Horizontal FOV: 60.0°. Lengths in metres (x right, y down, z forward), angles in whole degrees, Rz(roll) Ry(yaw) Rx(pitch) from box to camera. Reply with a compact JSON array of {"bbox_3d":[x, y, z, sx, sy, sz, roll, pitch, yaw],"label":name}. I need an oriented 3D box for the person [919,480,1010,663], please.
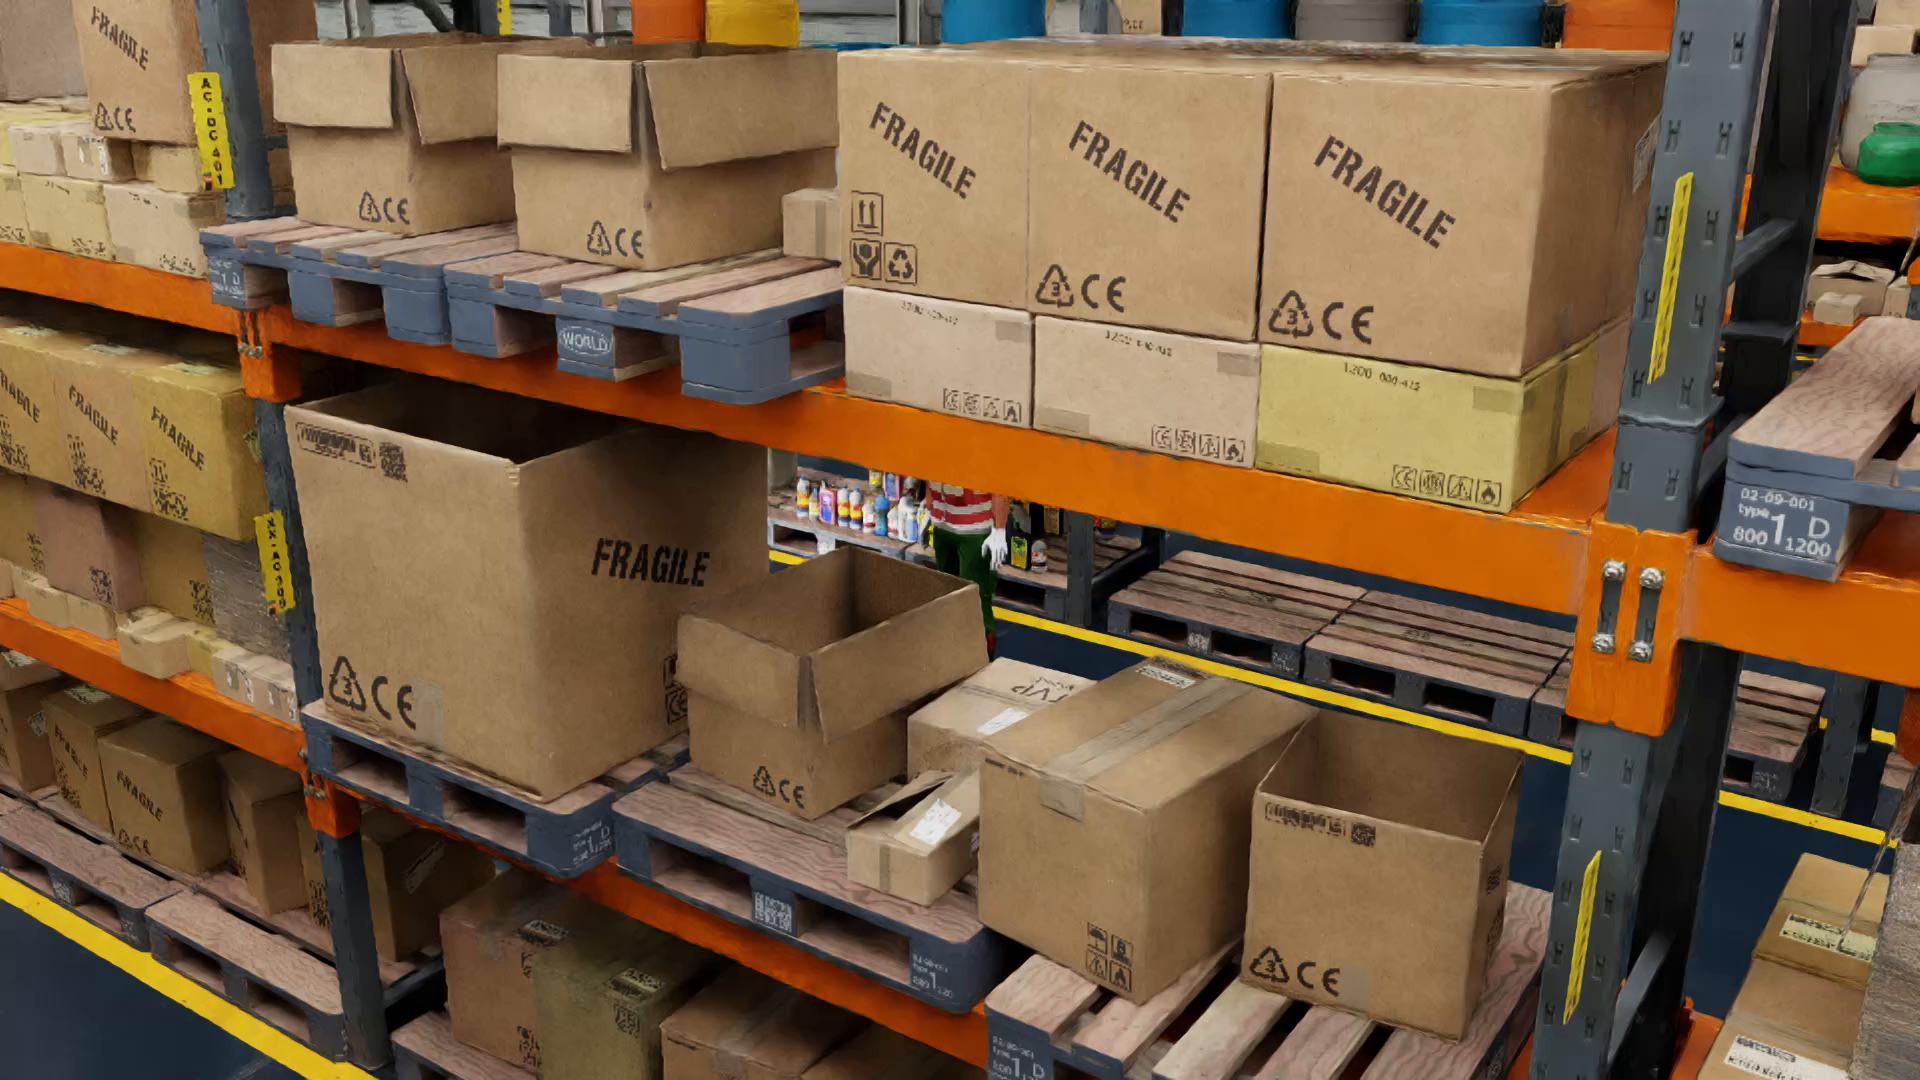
[{"bbox_3d":[0.015,-0.057,8.611,0.420,1.792,0.622,-16,25,-38],"label":"person"}]
